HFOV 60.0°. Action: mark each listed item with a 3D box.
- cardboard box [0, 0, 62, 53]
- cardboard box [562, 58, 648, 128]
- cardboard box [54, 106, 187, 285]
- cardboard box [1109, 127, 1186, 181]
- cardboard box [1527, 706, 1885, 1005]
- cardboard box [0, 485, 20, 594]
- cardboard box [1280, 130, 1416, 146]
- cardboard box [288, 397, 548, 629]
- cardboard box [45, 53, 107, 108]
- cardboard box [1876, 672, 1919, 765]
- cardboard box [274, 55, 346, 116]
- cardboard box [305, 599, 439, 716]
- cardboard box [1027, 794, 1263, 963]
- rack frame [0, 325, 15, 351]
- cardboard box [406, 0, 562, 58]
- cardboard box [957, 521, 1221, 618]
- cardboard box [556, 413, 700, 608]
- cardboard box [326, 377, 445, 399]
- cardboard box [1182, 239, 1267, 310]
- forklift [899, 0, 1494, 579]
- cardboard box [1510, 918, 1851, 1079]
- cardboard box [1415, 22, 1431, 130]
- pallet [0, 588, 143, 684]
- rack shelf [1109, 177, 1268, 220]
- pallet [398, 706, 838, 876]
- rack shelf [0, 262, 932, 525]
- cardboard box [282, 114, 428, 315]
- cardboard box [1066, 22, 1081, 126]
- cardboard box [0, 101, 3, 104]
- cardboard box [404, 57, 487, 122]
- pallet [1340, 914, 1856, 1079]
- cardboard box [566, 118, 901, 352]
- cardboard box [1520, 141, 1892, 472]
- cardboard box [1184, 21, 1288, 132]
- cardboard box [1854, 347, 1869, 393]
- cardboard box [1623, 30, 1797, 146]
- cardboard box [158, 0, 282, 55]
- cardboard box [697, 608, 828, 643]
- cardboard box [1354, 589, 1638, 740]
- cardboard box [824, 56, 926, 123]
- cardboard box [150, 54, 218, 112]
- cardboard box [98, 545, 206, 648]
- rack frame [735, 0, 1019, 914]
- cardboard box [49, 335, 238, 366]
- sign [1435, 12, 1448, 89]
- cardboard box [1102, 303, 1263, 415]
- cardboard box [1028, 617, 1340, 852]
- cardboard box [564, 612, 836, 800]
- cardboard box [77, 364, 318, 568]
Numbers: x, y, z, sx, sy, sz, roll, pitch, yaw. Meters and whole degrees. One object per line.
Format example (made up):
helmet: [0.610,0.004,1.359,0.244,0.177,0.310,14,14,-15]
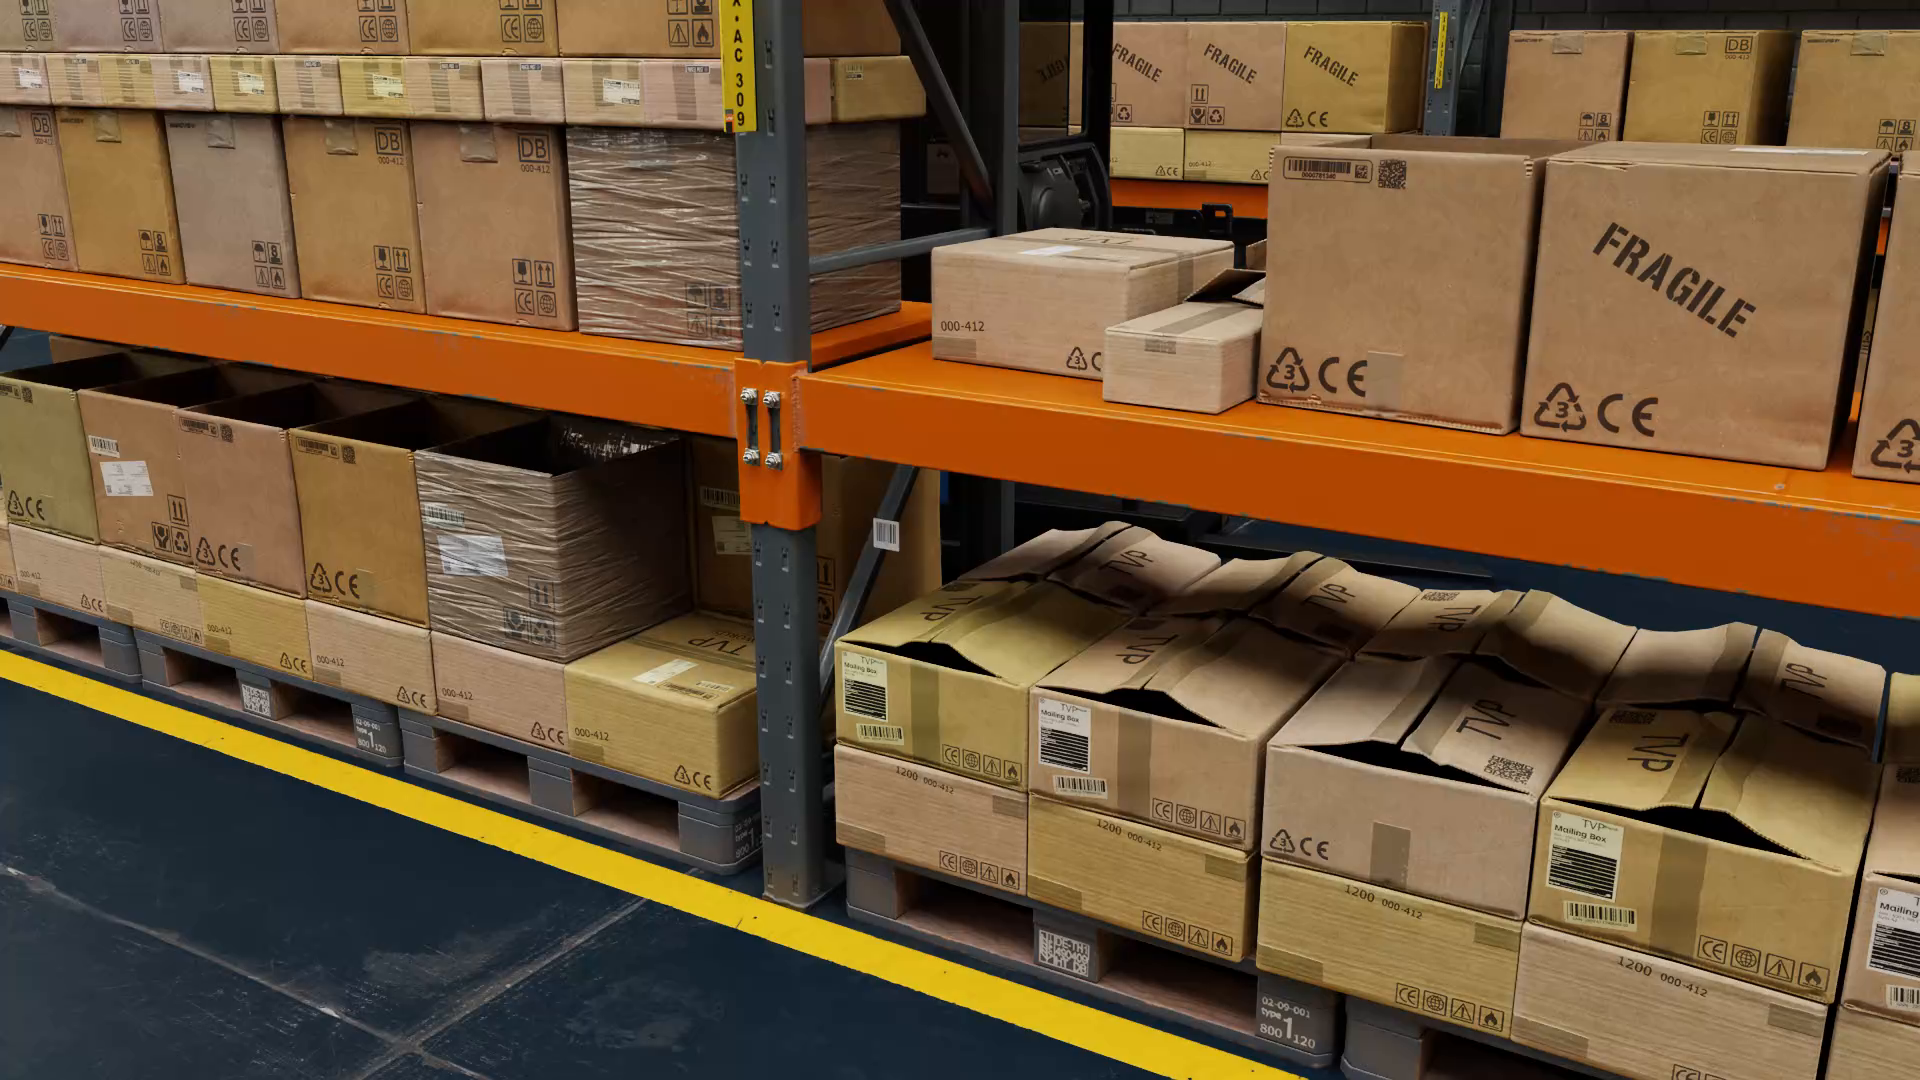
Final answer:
cardboard box: [-2.683,-1.796,5.229,0.500,0.500,0.700,10,19,29]
cardboard box: [-0.715,-1.064,3.936,0.250,0.149,0.380,10,19,29]
cardboard box: [-2.309,-1.106,5.190,0.500,0.500,0.700,10,20,30]
cardboard box: [1.009,-1.993,8.504,0.500,0.250,0.500,10,20,30]
cardboard box: [1.371,0.525,3.037,0.500,0.311,0.500,11,20,32]
cardboard box: [-3.229,-0.037,5.850,0.500,0.250,0.500,10,20,30]
cardboard box: [1.866,-1.842,8.008,0.500,0.250,0.500,10,20,30]
cardboard box: [-1.519,-0.094,4.749,0.500,0.500,0.500,10,20,30]
cardboard box: [-2.468,-1.377,4.965,0.250,0.149,0.380,9,19,28]
cardboard box: [2.069,0.467,3.228,0.500,0.311,0.500,10,19,29]
cardboard box: [-1.587,-1.220,4.448,0.250,0.149,0.380,11,20,32]
cardboard box: [-1.526,0.268,4.848,0.500,0.250,0.500,10,20,30]
cardboard box: [0.487,0.636,3.636,0.500,0.250,0.500,11,20,31]
rack frame: [-3.570,-1.288,5.961,0.127,3.000,1.000,10,20,30]
cardboard box: [-0.974,-1.491,4.224,0.500,0.500,0.700,10,20,30]
cardboard box: [0.334,0.157,4.246,0.500,0.311,0.500,10,20,30]
cardboard box: [-0.823,-0.146,4.919,0.500,0.500,0.500,10,20,30]
cardboard box: [-1.672,-0.300,5.425,0.500,0.500,0.500,10,20,30]
cardboard box: [0.684,-0.527,3.687,0.258,0.266,0.396,10,19,29]
forklift: [0.573,-1.328,6.211,3.031,2.935,1.130,7,18,23]
cardboard box: [1.363,0.791,3.123,0.500,0.250,0.500,11,20,31]
cardboard box: [2.137,-2.327,8.315,0.500,0.500,0.500,10,19,29]
pallet: [-2.896,0.152,6.018,1.213,0.211,1.003,10,20,30]
rack shelf: [0.724,-1.867,9.105,4.000,0.370,1.077,10,20,30]
pallet: [-0.817,0.523,4.796,1.213,0.211,1.003,10,20,30]
rack shelf: [-1.866,-0.640,5.064,4.000,0.370,1.077,10,20,30]
cardboard box: [-1.421,-0.949,4.674,0.500,0.500,0.700,10,20,31]
cardboard box: [0.568,-2.432,8.660,0.500,0.500,0.500,11,20,32]
cardboard box: [-2.910,-1.456,5.224,0.250,0.149,0.380,10,20,30]
cardboard box: [-1.164,-1.143,4.196,0.250,0.149,0.380,10,20,30]
pallet: [1.530,0.942,3.416,1.213,0.211,1.003,10,20,30]
cardboard box: [-0.543,-0.794,4.161,0.500,0.500,0.700,10,19,29]
cardboard box: [1.360,-0.450,3.031,0.500,0.500,0.500,10,20,30]
cardboard box: [1.435,-2.274,8.139,0.500,0.500,0.500,10,20,30]
cardboard box: [3.944,-0.660,7.437,0.500,0.500,0.700,10,20,31]
cardboard box: [3.316,-1.993,7.352,0.500,0.500,0.700,13,21,36]
cardboard box: [-1.826,-1.643,4.726,0.500,0.500,0.700,10,20,30]
cardboard box: [-0.398,0.289,4.776,0.500,0.250,0.500,10,20,30]
cardboard box: [1.204,0.311,3.739,0.500,0.311,0.500,10,20,30]
cardboard box: [-0.289,-1.127,4.142,0.250,0.149,0.380,10,20,30]
cardboard box: [-2.039,-1.299,4.710,0.250,0.149,0.380,10,20,31]
cardboard box: [-2.376,0.114,5.352,0.500,0.250,0.500,10,20,30]
rack frame: [-0.162,-0.680,3.958,0.127,3.000,1.000,10,20,30]
cardboard box: [-2.957,-0.524,6.165,0.500,0.500,0.500,10,20,30]
sign: [2.150,-2.186,7.427,0.005,0.325,0.100,10,20,30]
cardboard box: [0.487,-0.374,3.384,0.250,0.149,0.380,10,20,30]
cardboard box: [0.484,0.369,3.550,0.500,0.311,0.500,10,19,29]
cardboard box: [-0.671,0.418,4.351,0.500,0.250,0.500,10,20,30]
cardboard box: [-2.370,-0.247,5.252,0.500,0.500,0.500,10,20,30]
